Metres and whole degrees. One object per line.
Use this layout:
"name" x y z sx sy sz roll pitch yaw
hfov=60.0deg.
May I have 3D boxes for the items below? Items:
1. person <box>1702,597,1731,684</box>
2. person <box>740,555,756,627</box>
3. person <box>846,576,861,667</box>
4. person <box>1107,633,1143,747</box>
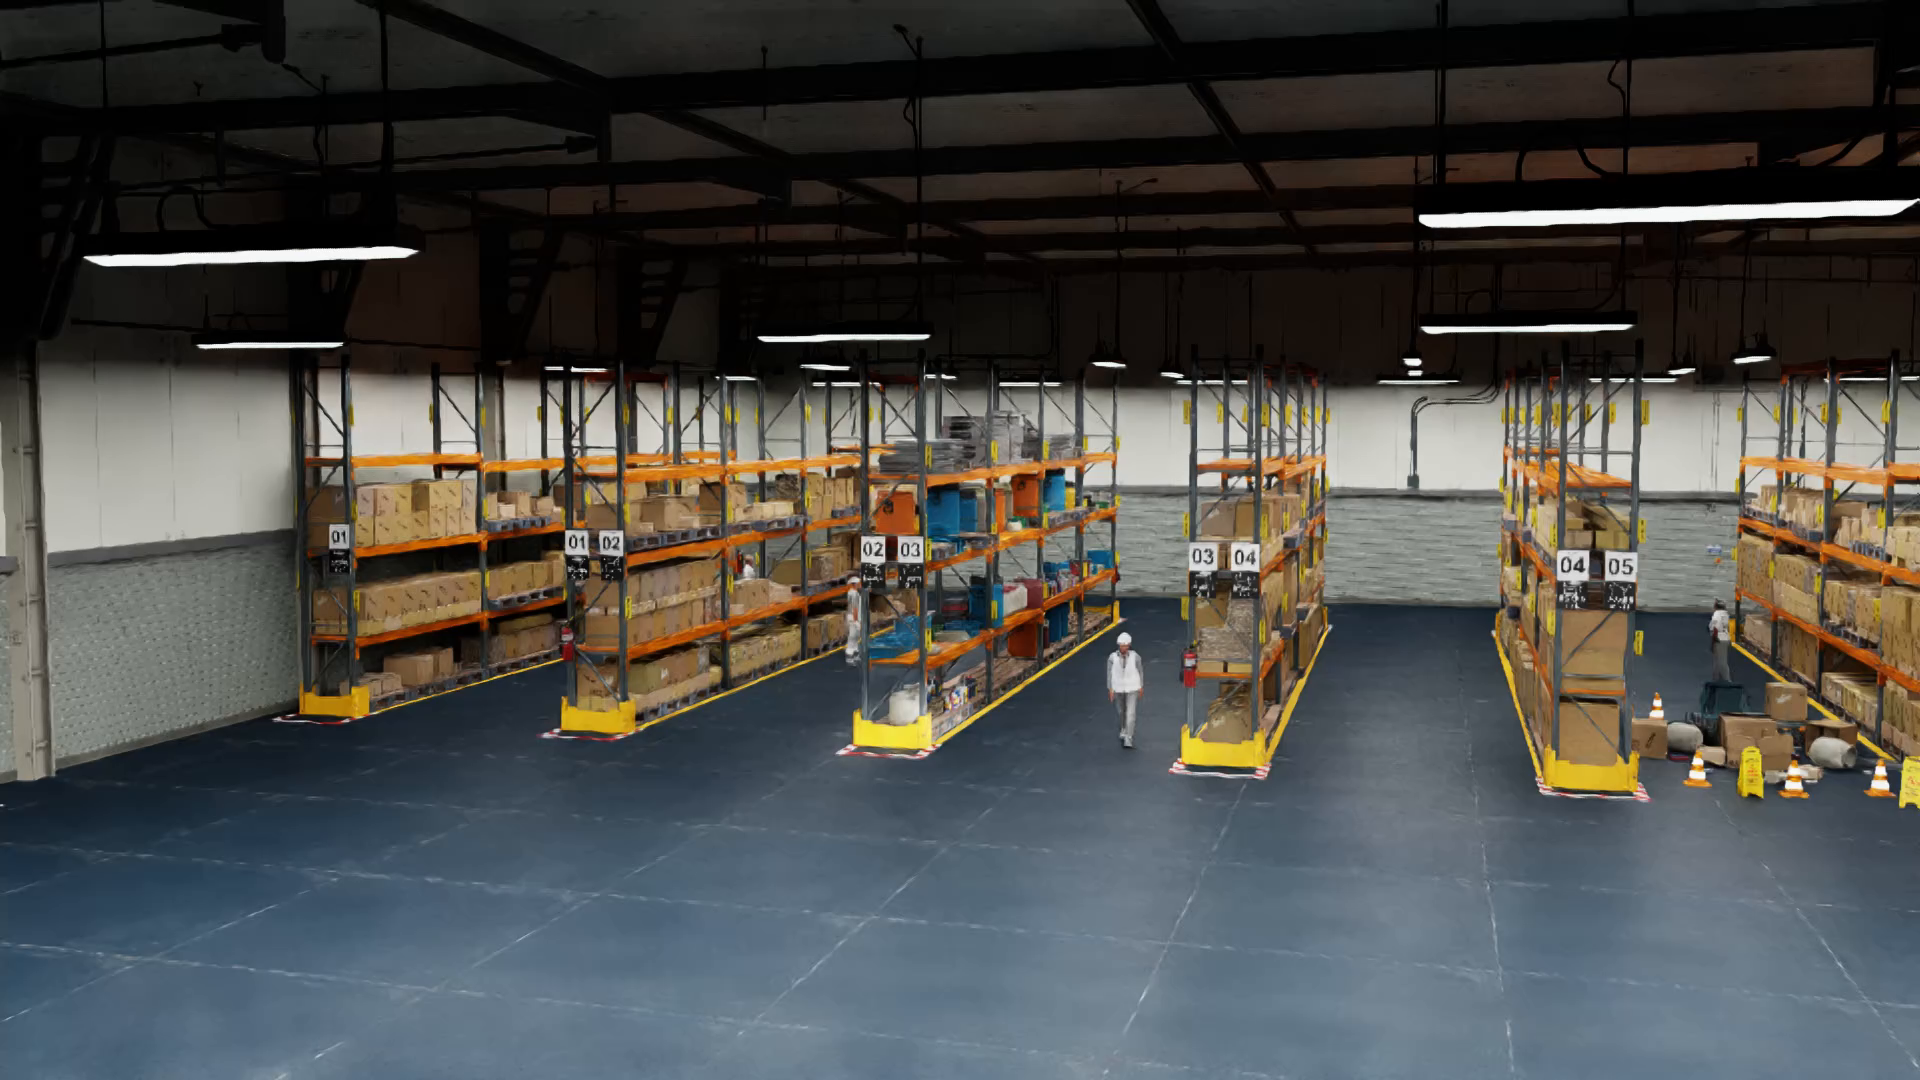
"person" 13.871 1.877 30.429 0.555 1.662 0.588 4 6 40
"person" -4.808 1.232 38.190 0.522 1.787 0.653 -1 4 -10
"person" -2.055 1.603 33.115 0.471 1.789 0.622 -1 4 -8
"person" 2.495 2.246 25.304 0.543 1.700 1.115 1 5 18
